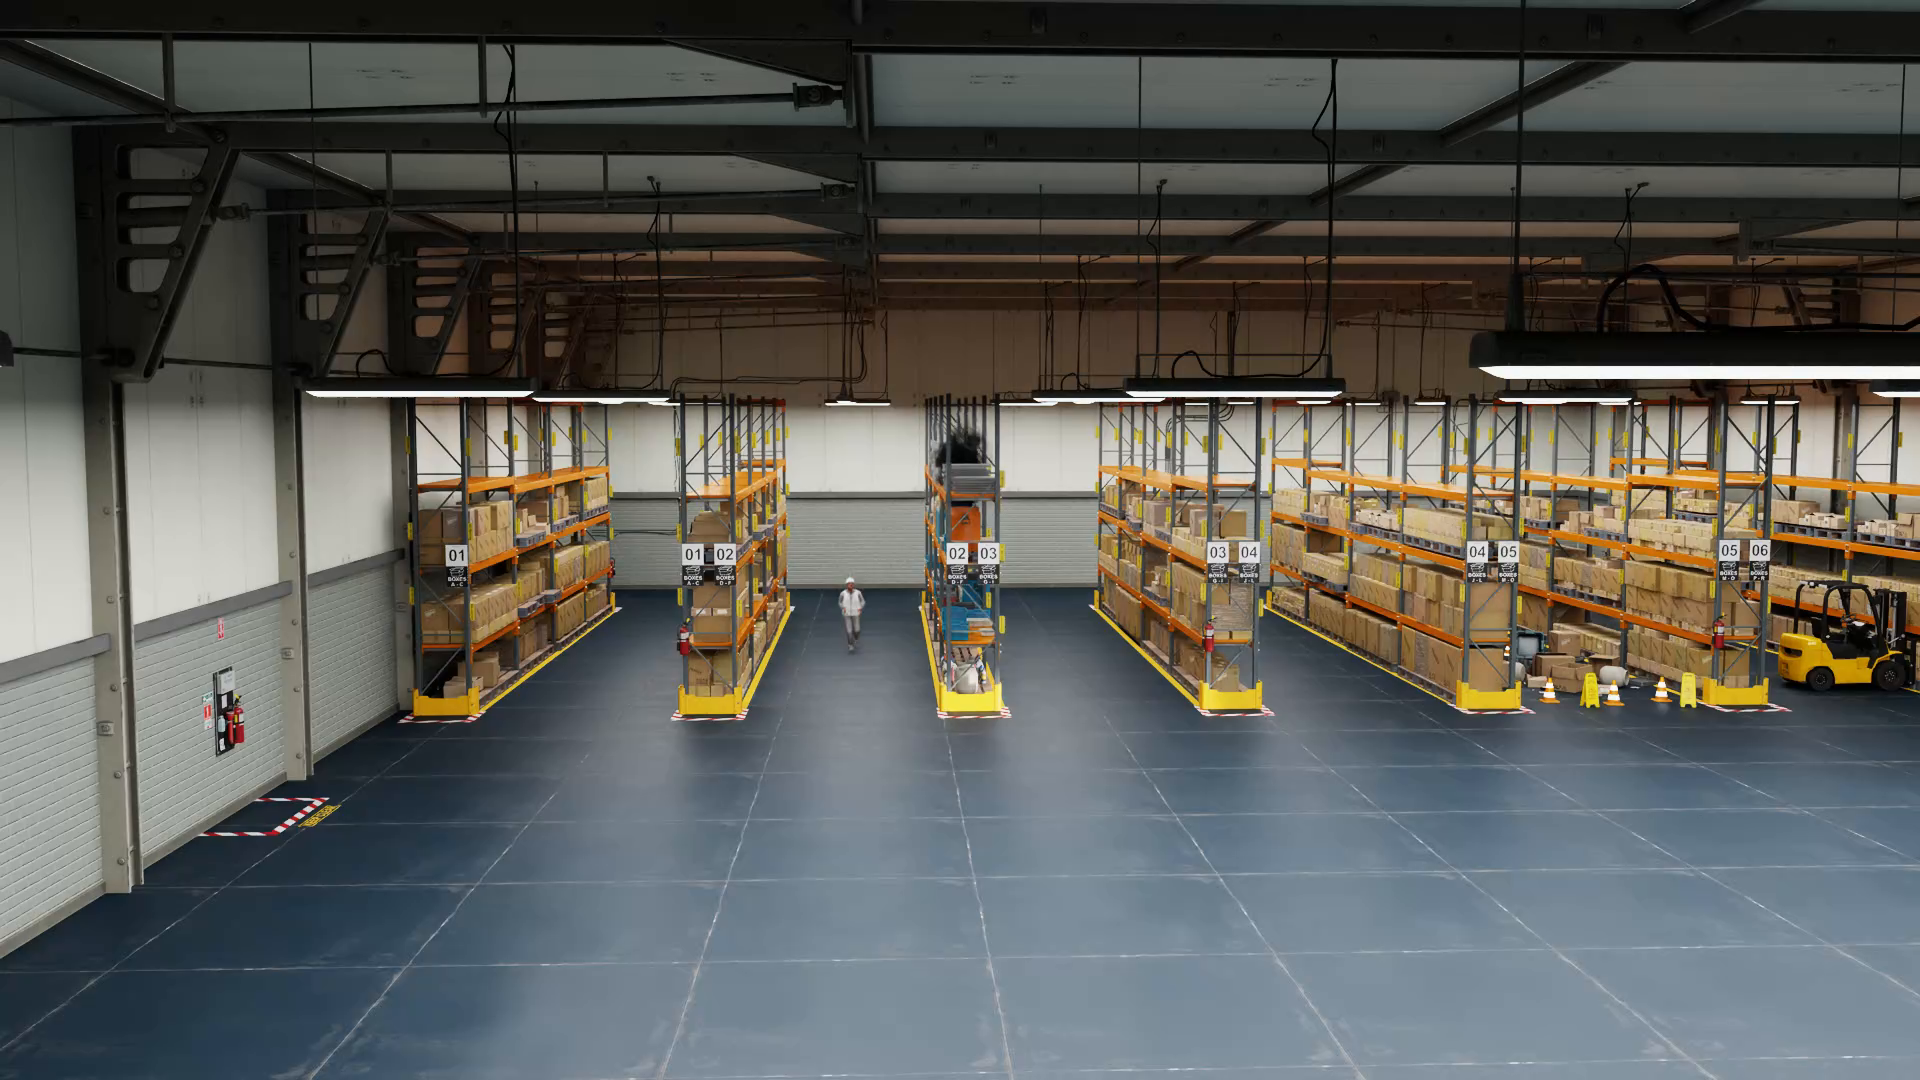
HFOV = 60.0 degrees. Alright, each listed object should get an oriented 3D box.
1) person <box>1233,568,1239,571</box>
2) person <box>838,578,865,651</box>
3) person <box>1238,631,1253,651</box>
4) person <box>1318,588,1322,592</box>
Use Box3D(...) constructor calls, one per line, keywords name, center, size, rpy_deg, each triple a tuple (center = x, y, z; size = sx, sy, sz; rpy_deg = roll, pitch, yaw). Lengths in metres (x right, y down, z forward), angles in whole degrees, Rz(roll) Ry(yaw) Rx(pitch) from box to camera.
Box3D(name="person", center=(7.699, 1.292, 45.841), size=(0.599, 1.691, 0.903), rpy_deg=(0, 5, 4))
Box3D(name="person", center=(-2.555, 1.756, 39.169), size=(0.635, 1.727, 0.564), rpy_deg=(0, 5, -5))
Box3D(name="person", center=(6.753, 1.800, 39.024), size=(0.636, 1.651, 0.767), rpy_deg=(0, 5, -2))
Box3D(name="person", center=(10.899, 0.966, 49.664), size=(0.924, 1.683, 0.552), rpy_deg=(-2, 5, -28))
